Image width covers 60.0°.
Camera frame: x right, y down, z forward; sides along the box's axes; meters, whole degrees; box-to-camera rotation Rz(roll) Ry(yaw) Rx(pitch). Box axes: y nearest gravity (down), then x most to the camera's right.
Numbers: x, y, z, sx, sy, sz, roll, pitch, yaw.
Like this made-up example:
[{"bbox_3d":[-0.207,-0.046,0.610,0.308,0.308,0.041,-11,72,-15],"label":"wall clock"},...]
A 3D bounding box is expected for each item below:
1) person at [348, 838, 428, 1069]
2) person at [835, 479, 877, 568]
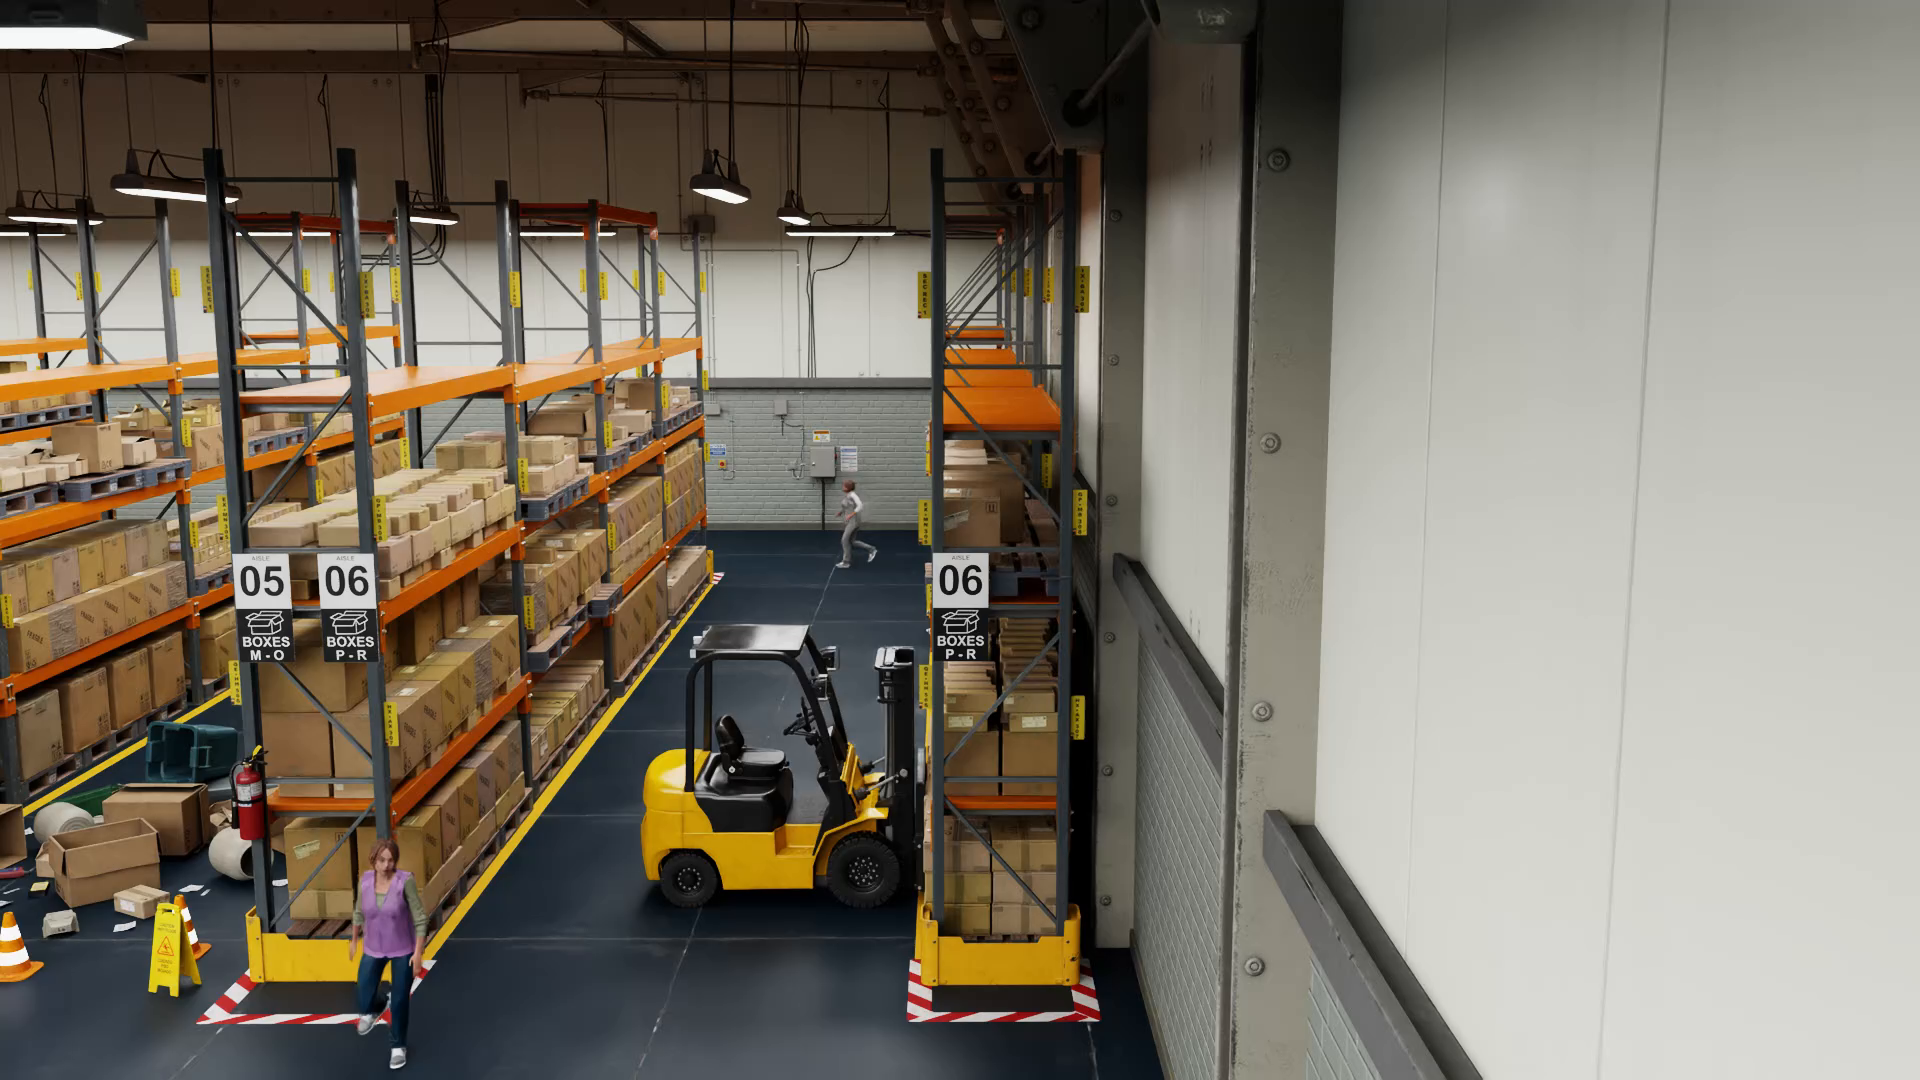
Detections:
[{"bbox_3d":[-3.741,2.676,10.897,0.576,1.569,0.631,-1,9,-4],"label":"person"},{"bbox_3d":[-1.860,-0.302,29.492,0.772,1.551,0.582,-2,9,-15],"label":"person"}]
